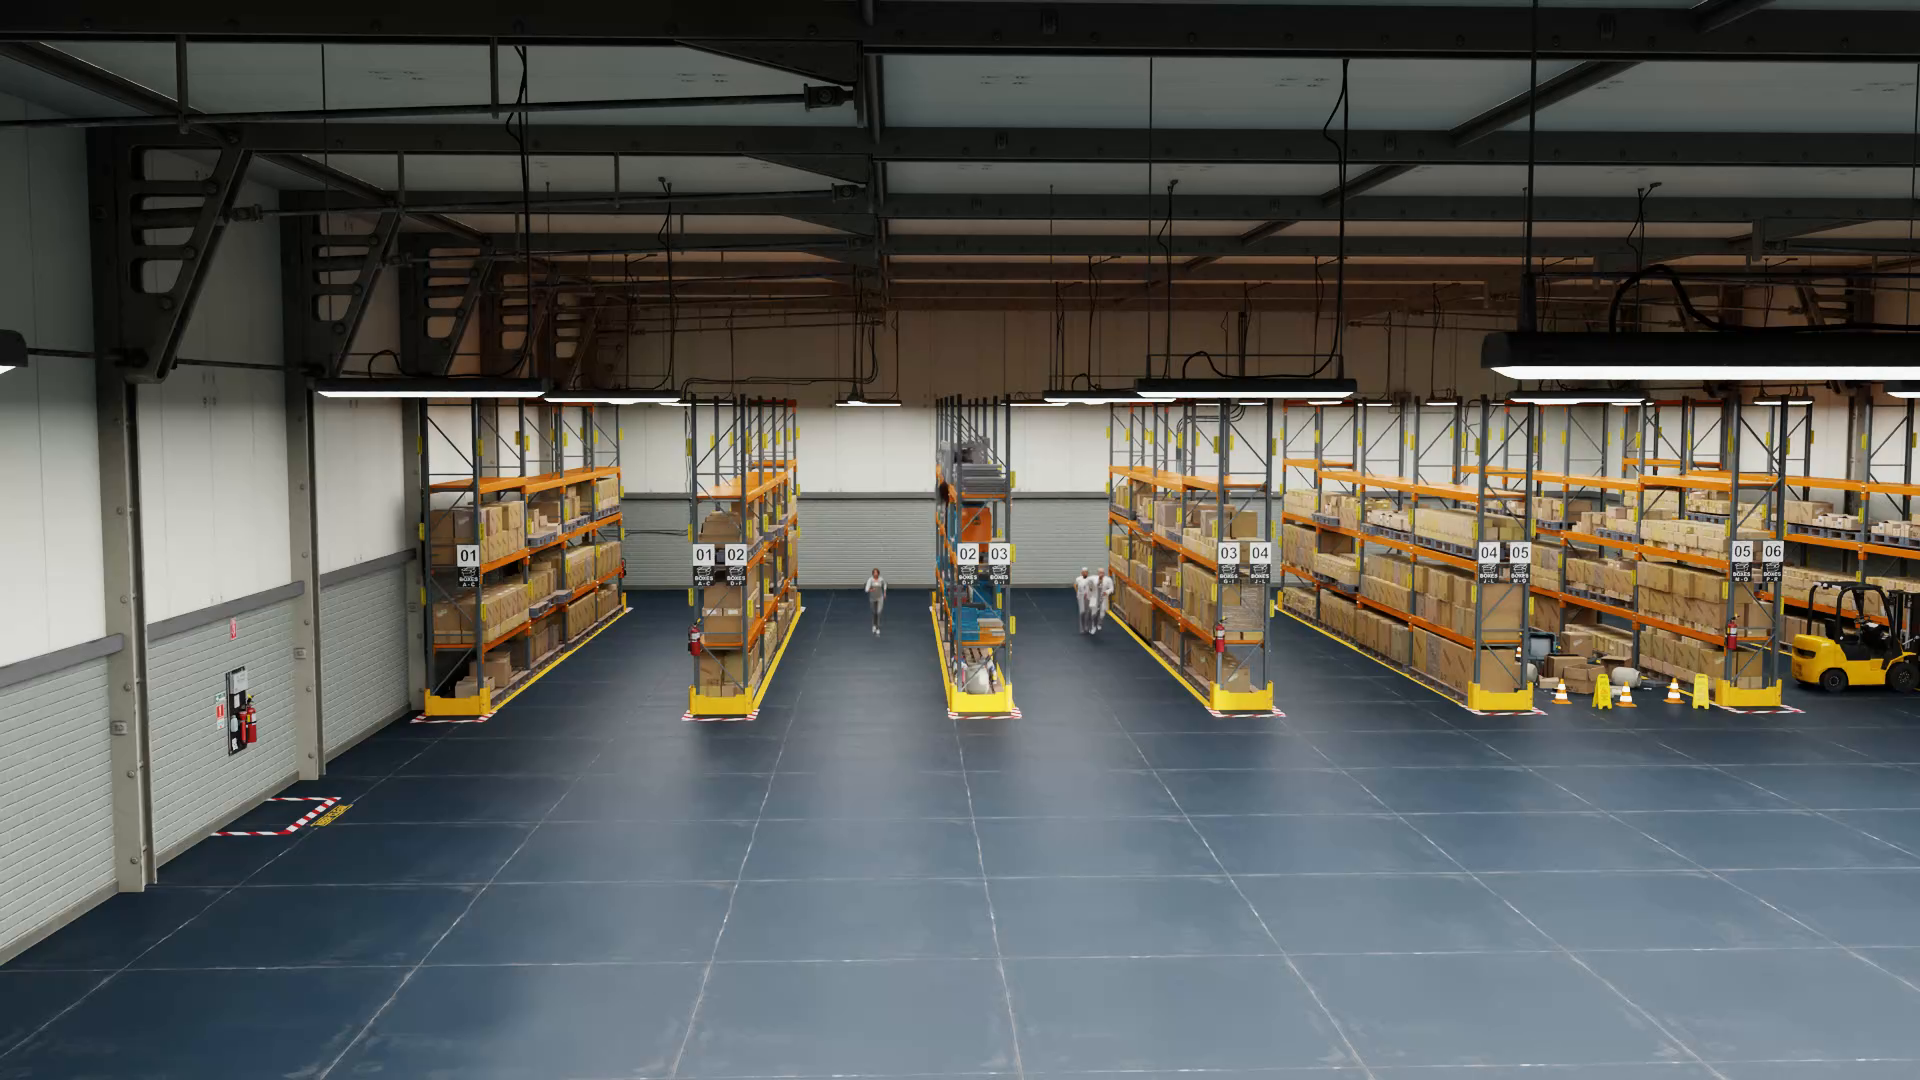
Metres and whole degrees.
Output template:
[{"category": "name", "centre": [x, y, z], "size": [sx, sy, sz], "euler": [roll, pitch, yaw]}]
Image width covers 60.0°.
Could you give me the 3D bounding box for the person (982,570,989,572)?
[{"category": "person", "centre": [0.620, 0.926, 49.656], "size": [0.908, 1.820, 0.686], "euler": [2, 5, 18]}]

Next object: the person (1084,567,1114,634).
[{"category": "person", "centre": [3.407, 1.487, 40.742], "size": [0.722, 1.674, 0.939], "euler": [0, 5, 3]}]

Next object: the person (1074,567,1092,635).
[{"category": "person", "centre": [3.212, 1.547, 42.551], "size": [0.589, 1.697, 0.731], "euler": [0, 4, 1]}]

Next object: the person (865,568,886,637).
[{"category": "person", "centre": [-2.043, 1.497, 40.454], "size": [0.512, 1.621, 0.797], "euler": [0, 5, -3]}]
